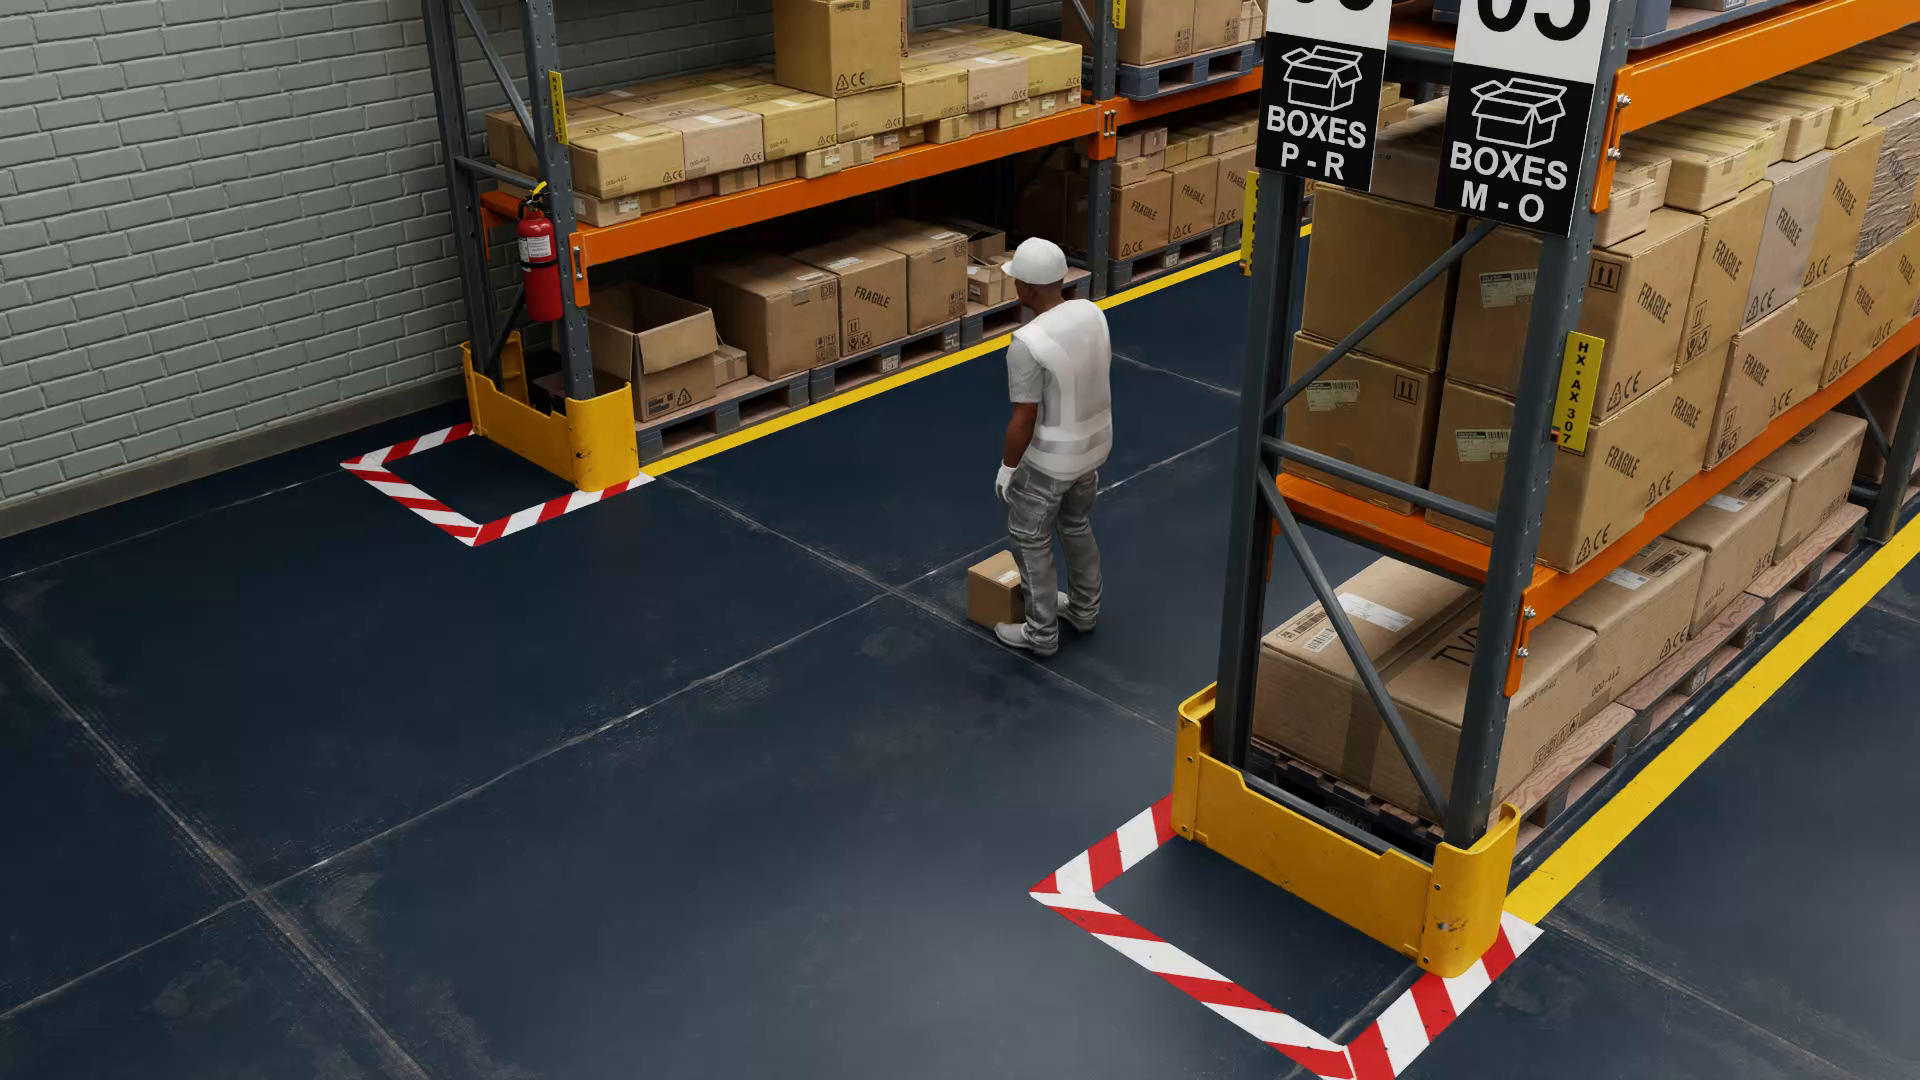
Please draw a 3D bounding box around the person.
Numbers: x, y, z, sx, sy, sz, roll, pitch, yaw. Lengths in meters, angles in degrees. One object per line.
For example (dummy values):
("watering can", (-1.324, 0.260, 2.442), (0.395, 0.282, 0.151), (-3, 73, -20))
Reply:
("person", (0.372, -0.365, 6.809), (0.449, 1.774, 0.627), (22, 35, 36))
